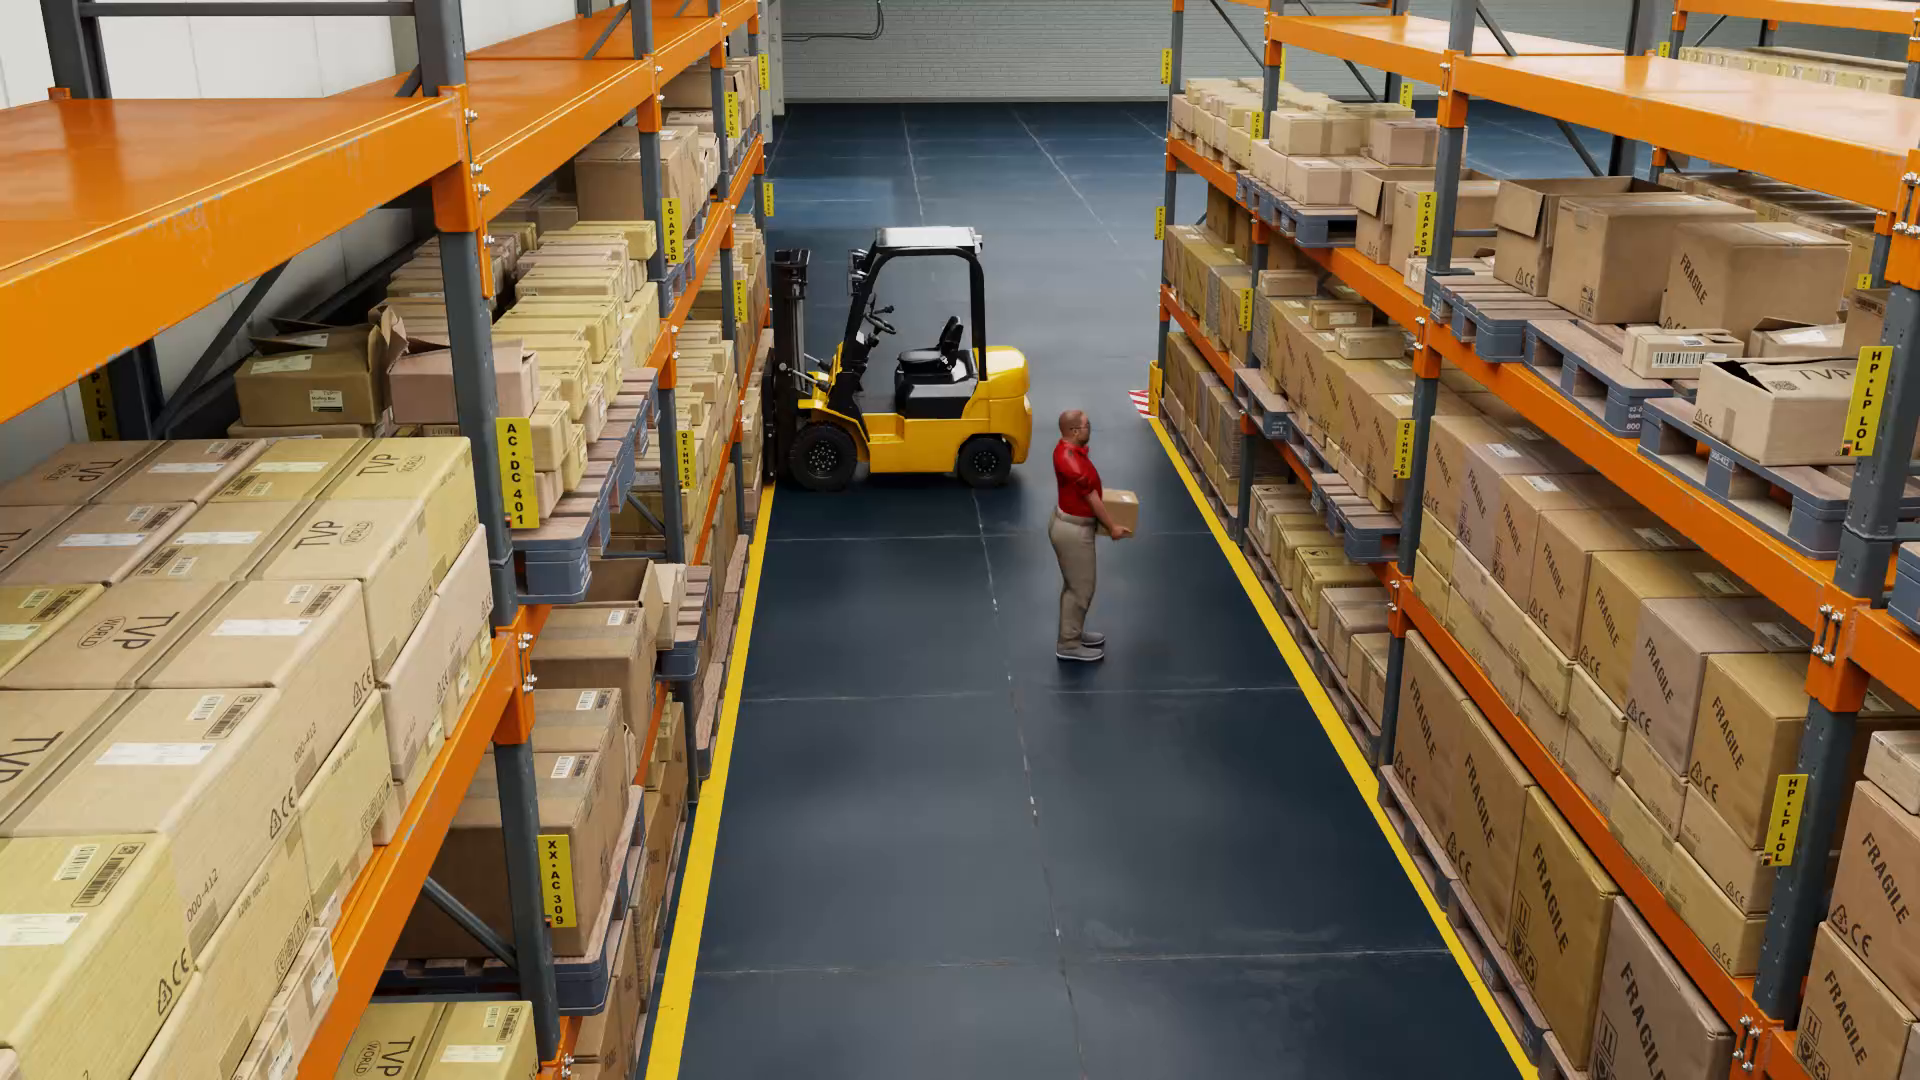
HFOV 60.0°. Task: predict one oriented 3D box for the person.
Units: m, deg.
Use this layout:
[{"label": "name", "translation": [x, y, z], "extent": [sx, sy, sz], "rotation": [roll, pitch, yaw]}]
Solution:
[{"label": "person", "translation": [0.870, -0.051, 11.253], "extent": [0.542, 1.724, 0.490], "rotation": [-1, 20, -3]}]
